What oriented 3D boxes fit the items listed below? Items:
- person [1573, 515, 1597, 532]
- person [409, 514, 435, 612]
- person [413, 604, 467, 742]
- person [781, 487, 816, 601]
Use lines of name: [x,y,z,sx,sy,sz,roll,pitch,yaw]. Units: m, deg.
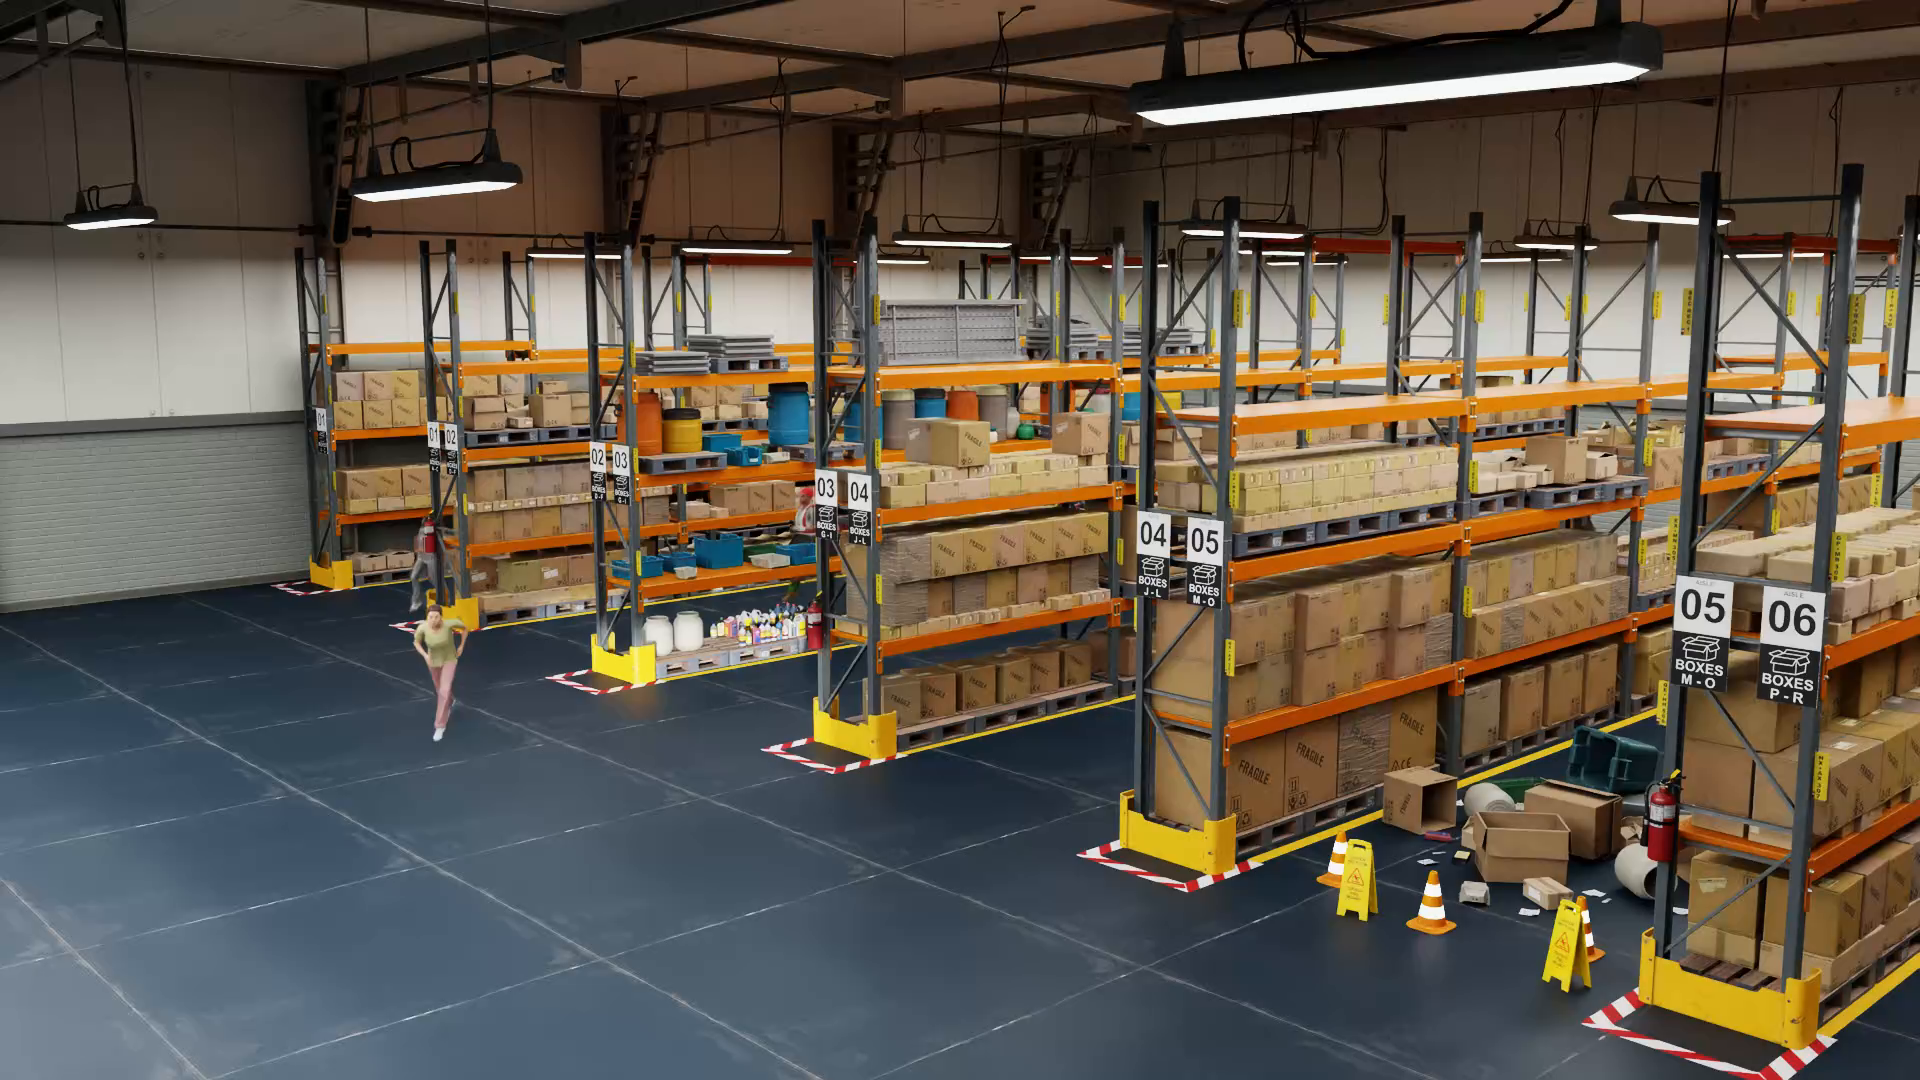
person: [11.611,-0.261,31.192,0.671,1.842,0.904,-2,9,-16]
person: [-8.767,0.369,27.522,0.551,1.626,0.744,4,9,24]
person: [-6.161,1.504,19.814,0.614,1.626,1.003,-2,9,-11]
person: [-2.465,0.058,26.723,0.913,1.823,0.652,-7,11,-40]
